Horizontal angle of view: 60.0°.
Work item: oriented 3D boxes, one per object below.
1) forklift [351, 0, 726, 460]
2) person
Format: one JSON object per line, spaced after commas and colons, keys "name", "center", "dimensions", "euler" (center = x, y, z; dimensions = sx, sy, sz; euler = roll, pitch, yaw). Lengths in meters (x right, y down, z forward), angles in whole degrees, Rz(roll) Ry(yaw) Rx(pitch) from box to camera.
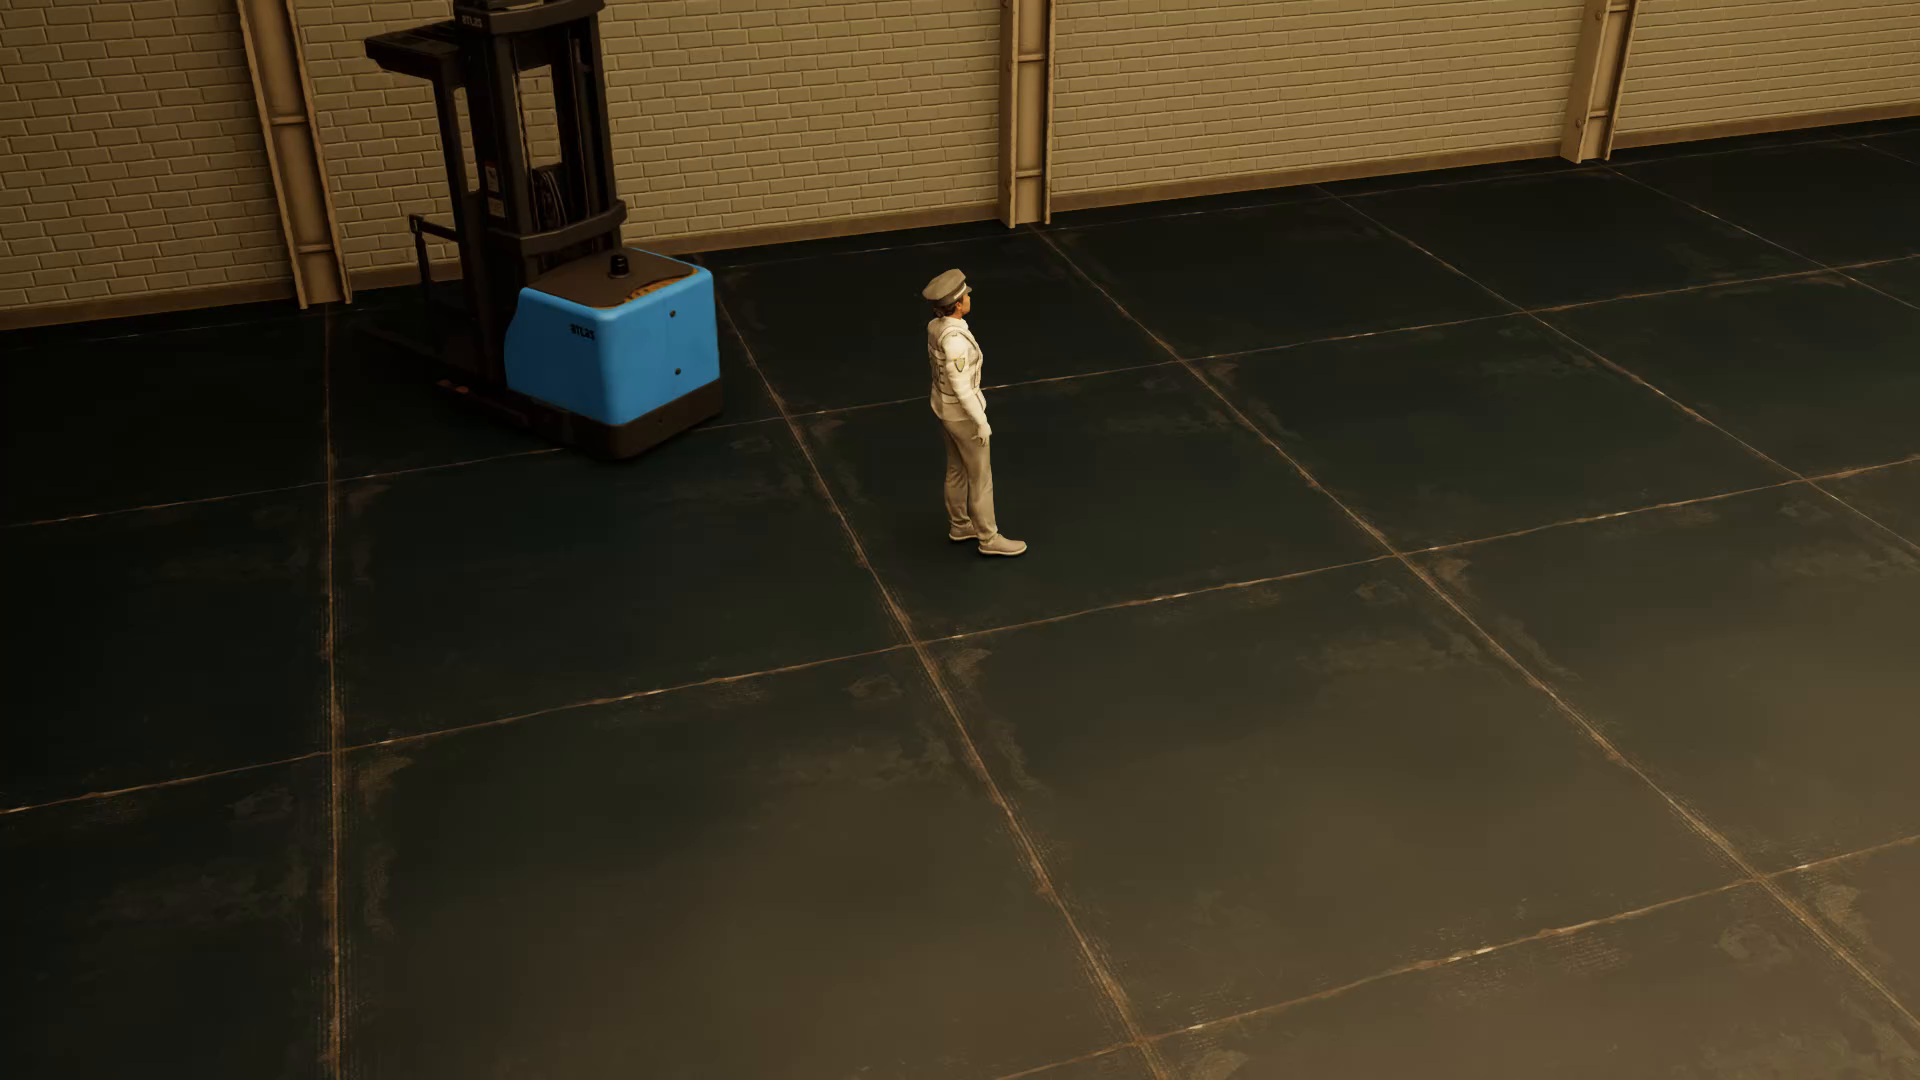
{"name": "forklift", "center": [-3.109, -2.366, 11.200], "dimensions": [3.031, 2.935, 1.130], "euler": [20, 35, 31]}
{"name": "person", "center": [0.068, -0.748, 9.613], "dimensions": [0.530, 1.694, 0.586], "euler": [-10, 31, -16]}
